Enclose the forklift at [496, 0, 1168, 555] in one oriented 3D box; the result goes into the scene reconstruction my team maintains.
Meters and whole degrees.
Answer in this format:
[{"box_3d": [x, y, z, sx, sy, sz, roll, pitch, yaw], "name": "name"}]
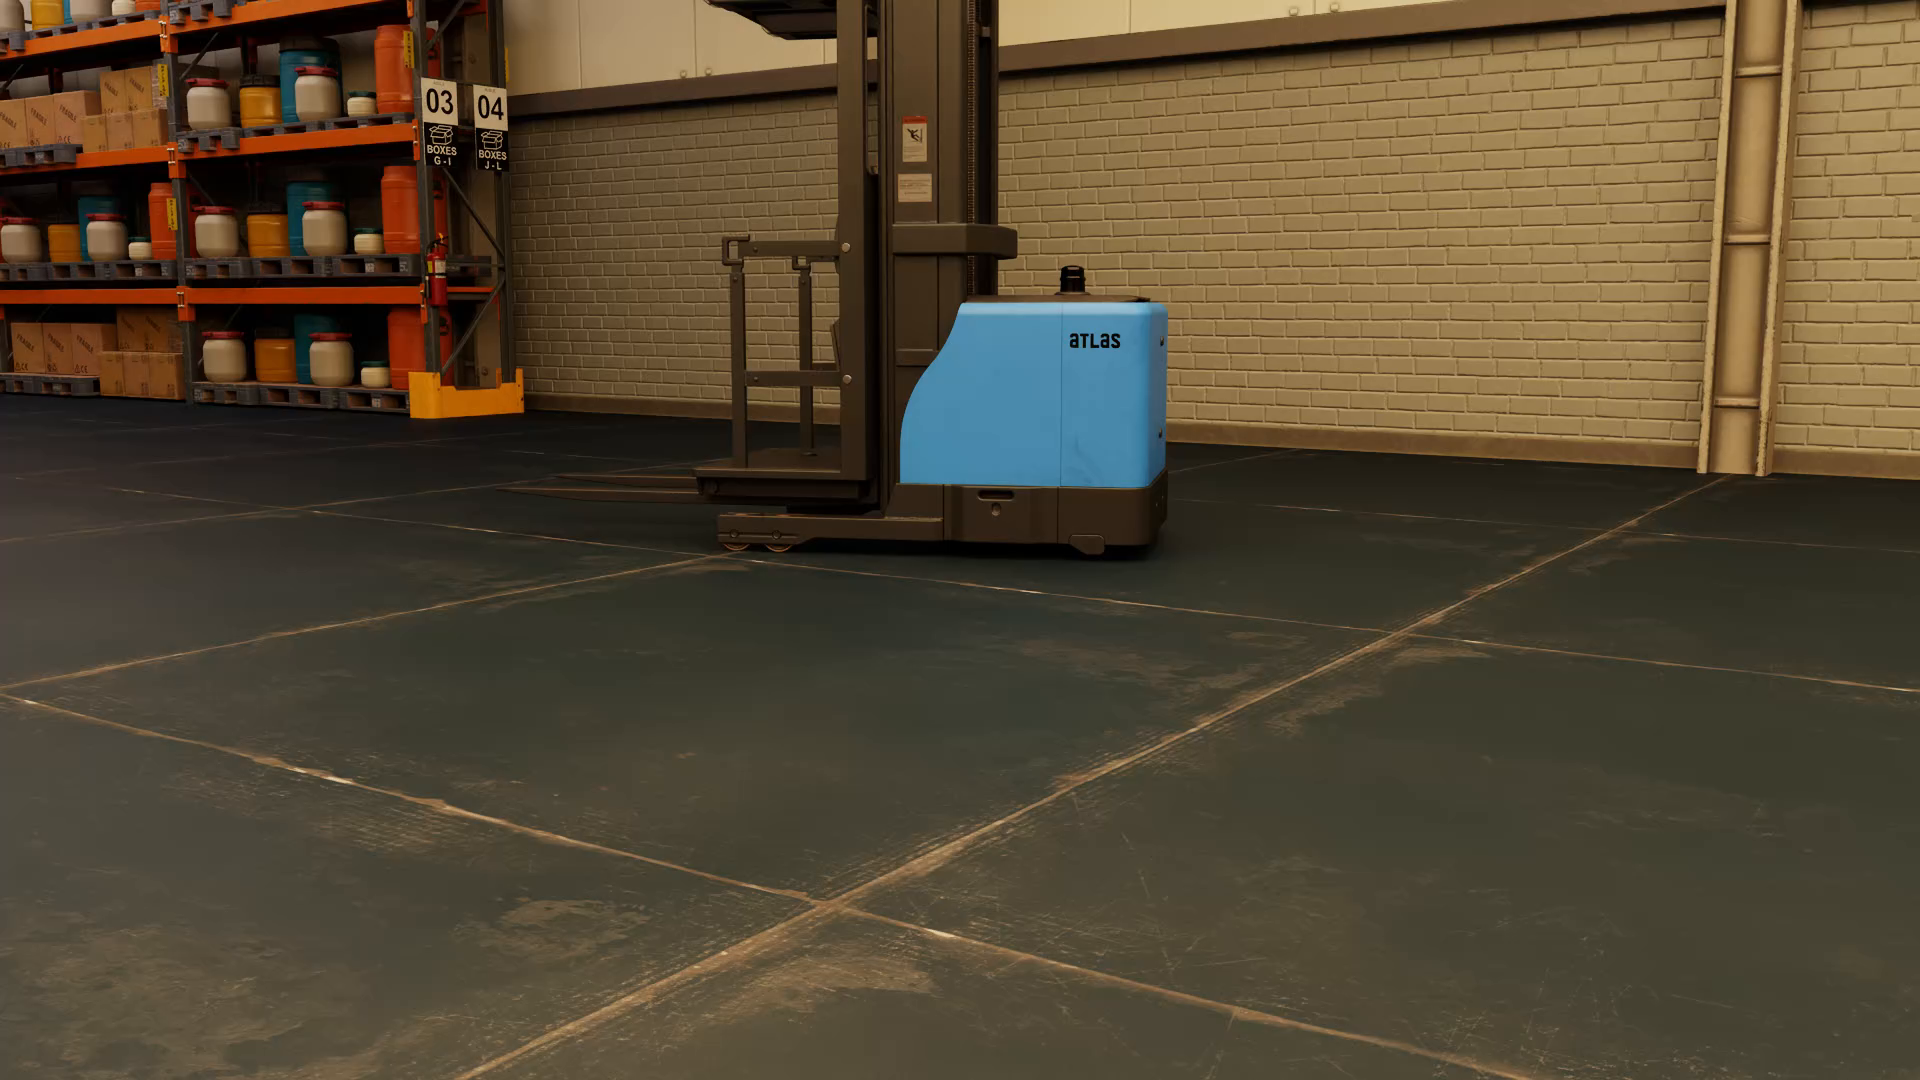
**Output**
[{"box_3d": [-0.596, -1.469, 7.520, 3.031, 2.935, 1.130, 2, 8, 12], "name": "forklift"}]
